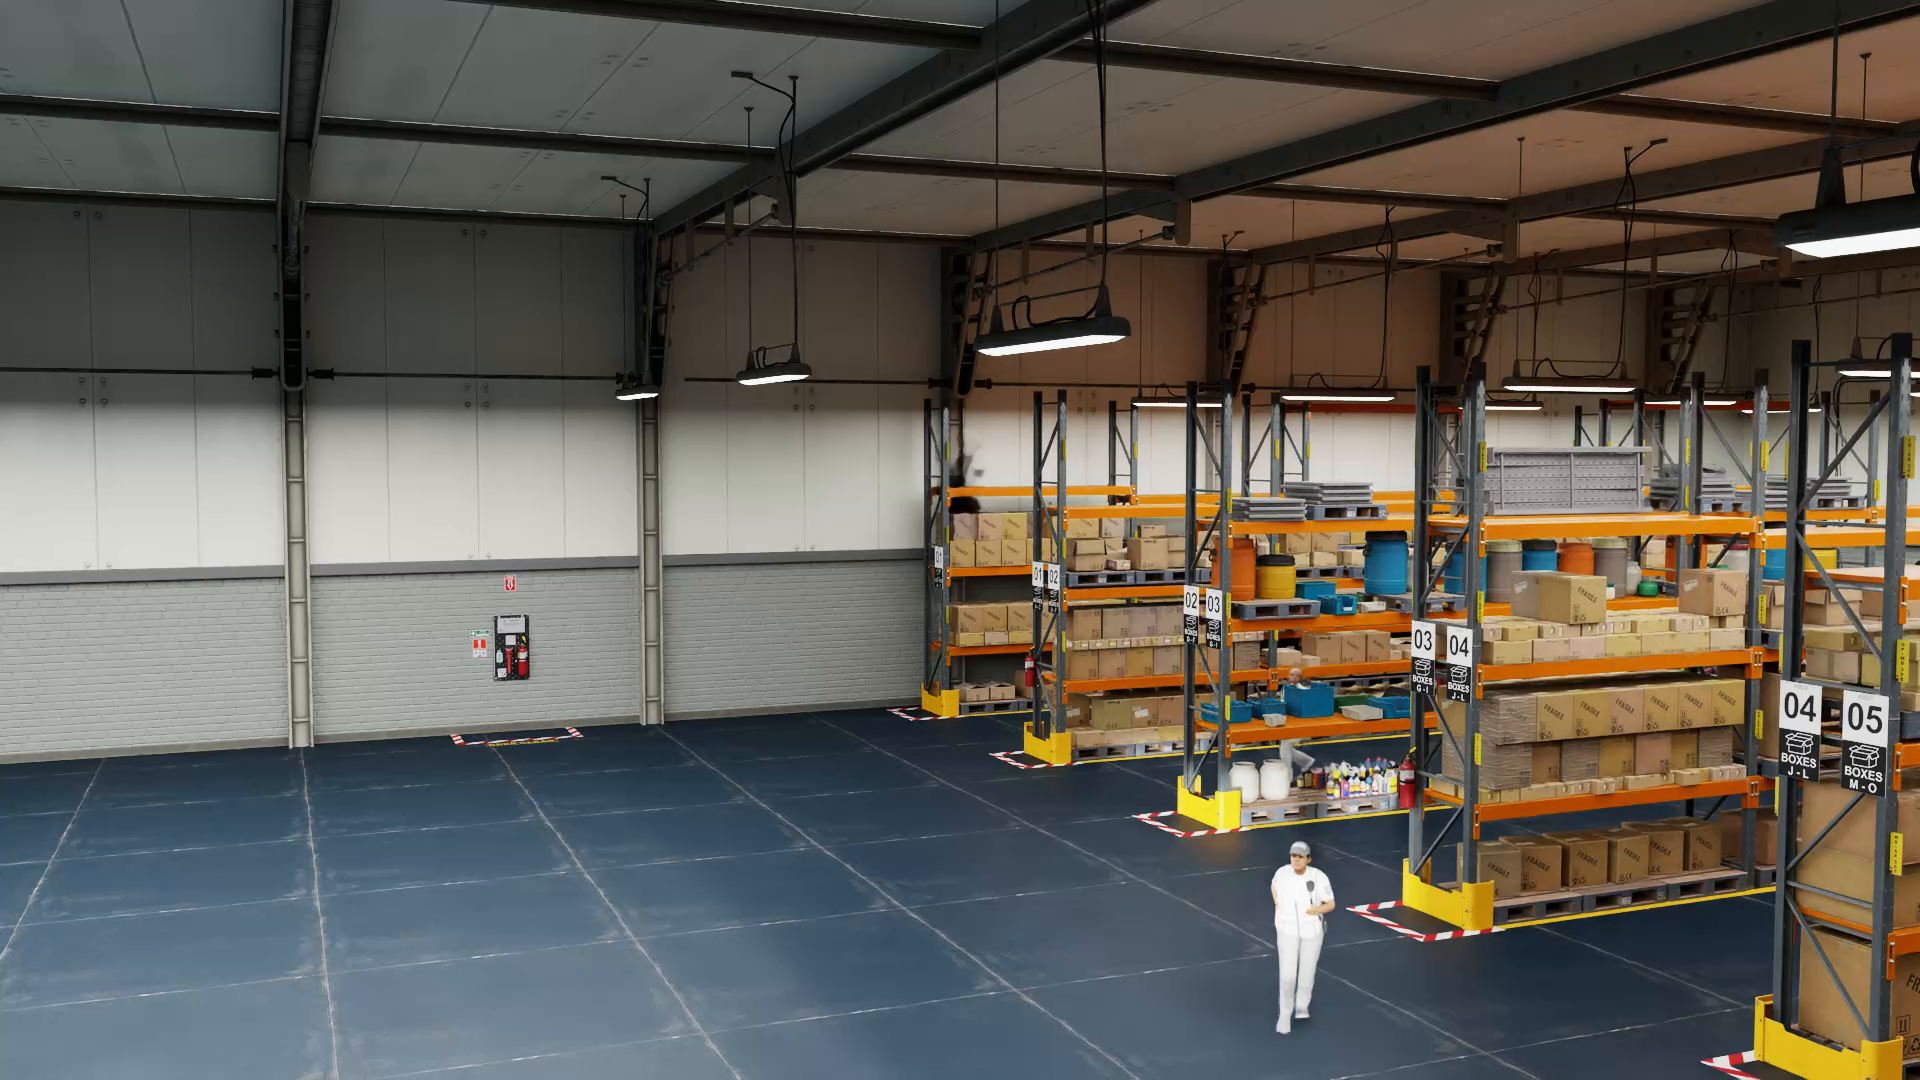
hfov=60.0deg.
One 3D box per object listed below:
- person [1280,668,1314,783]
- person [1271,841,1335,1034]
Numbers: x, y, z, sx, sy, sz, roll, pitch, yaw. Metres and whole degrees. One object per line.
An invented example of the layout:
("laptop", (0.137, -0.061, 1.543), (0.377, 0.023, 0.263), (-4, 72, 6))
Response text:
("person", (5.058, 2.809, 25.148), (0.843, 1.748, 0.714), (-2, 4, -24))
("person", (2.998, 3.495, 14.624), (0.560, 1.721, 0.707), (1, 3, 15))
